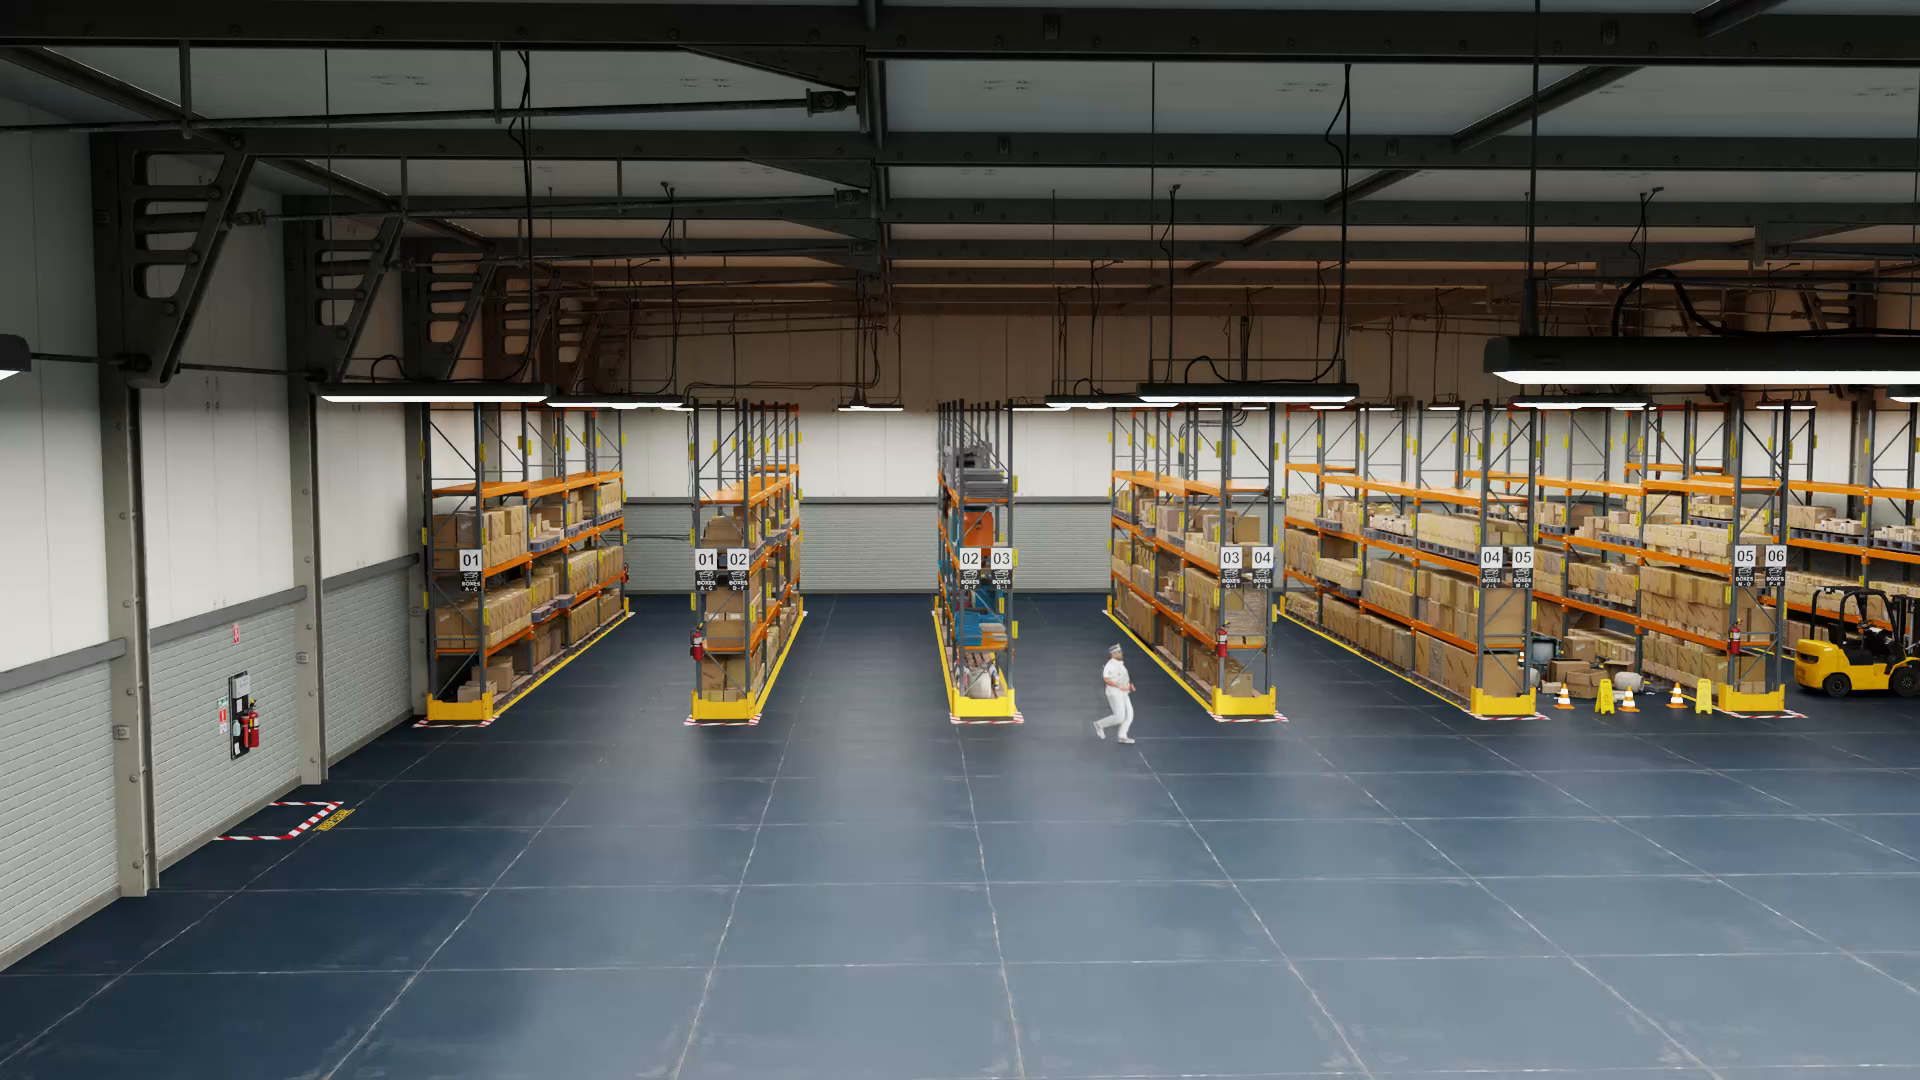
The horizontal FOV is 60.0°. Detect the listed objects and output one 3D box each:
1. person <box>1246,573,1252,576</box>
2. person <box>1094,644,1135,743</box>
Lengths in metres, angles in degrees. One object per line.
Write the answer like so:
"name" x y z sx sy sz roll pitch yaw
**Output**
"person" 8.051 1.438 46.140 0.623 1.646 0.600 0 4 2
"person" 2.706 2.657 28.911 0.697 1.734 0.668 2 5 26
